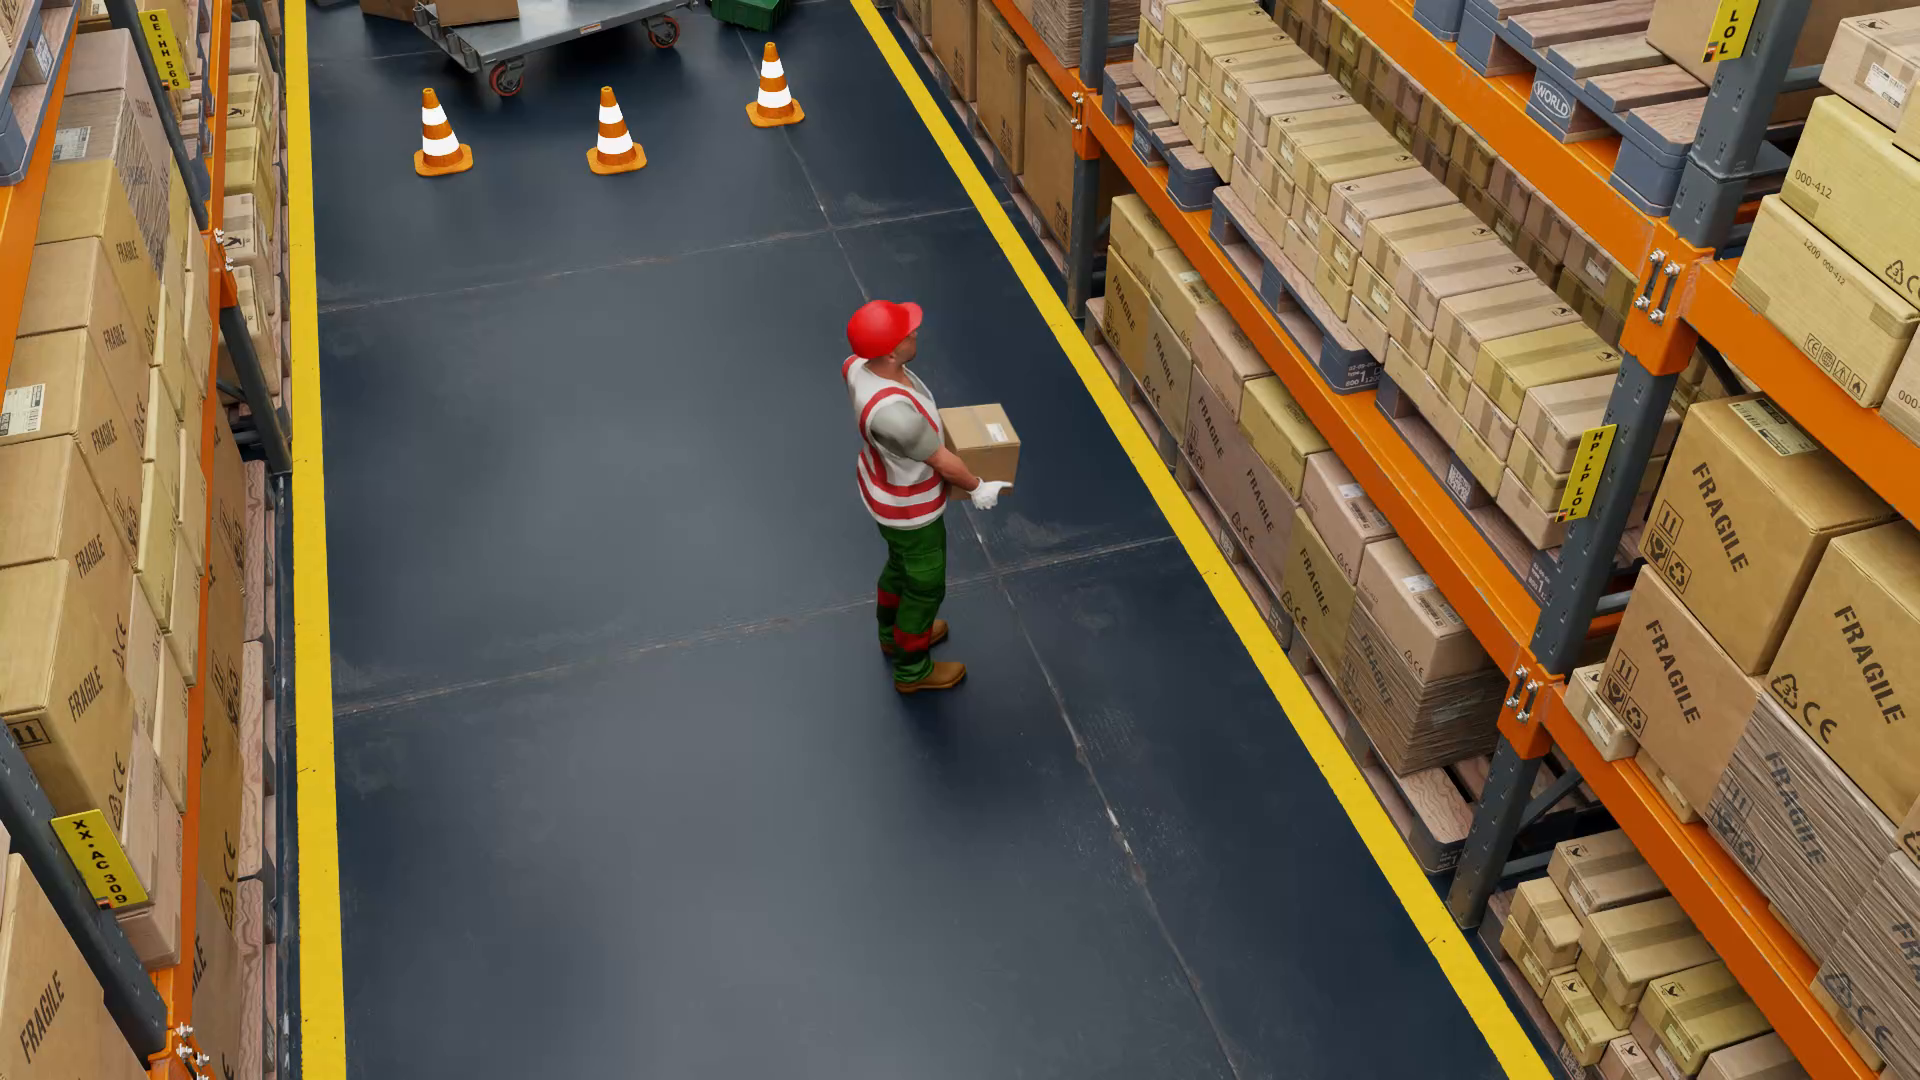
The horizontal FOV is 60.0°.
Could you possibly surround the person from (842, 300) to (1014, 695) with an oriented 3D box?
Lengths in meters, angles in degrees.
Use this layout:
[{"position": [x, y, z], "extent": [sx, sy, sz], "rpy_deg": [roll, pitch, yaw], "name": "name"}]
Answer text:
[{"position": [-0.115, -0.180, 6.348], "extent": [0.574, 1.782, 0.493], "rpy_deg": [-12, 43, -13], "name": "person"}]
